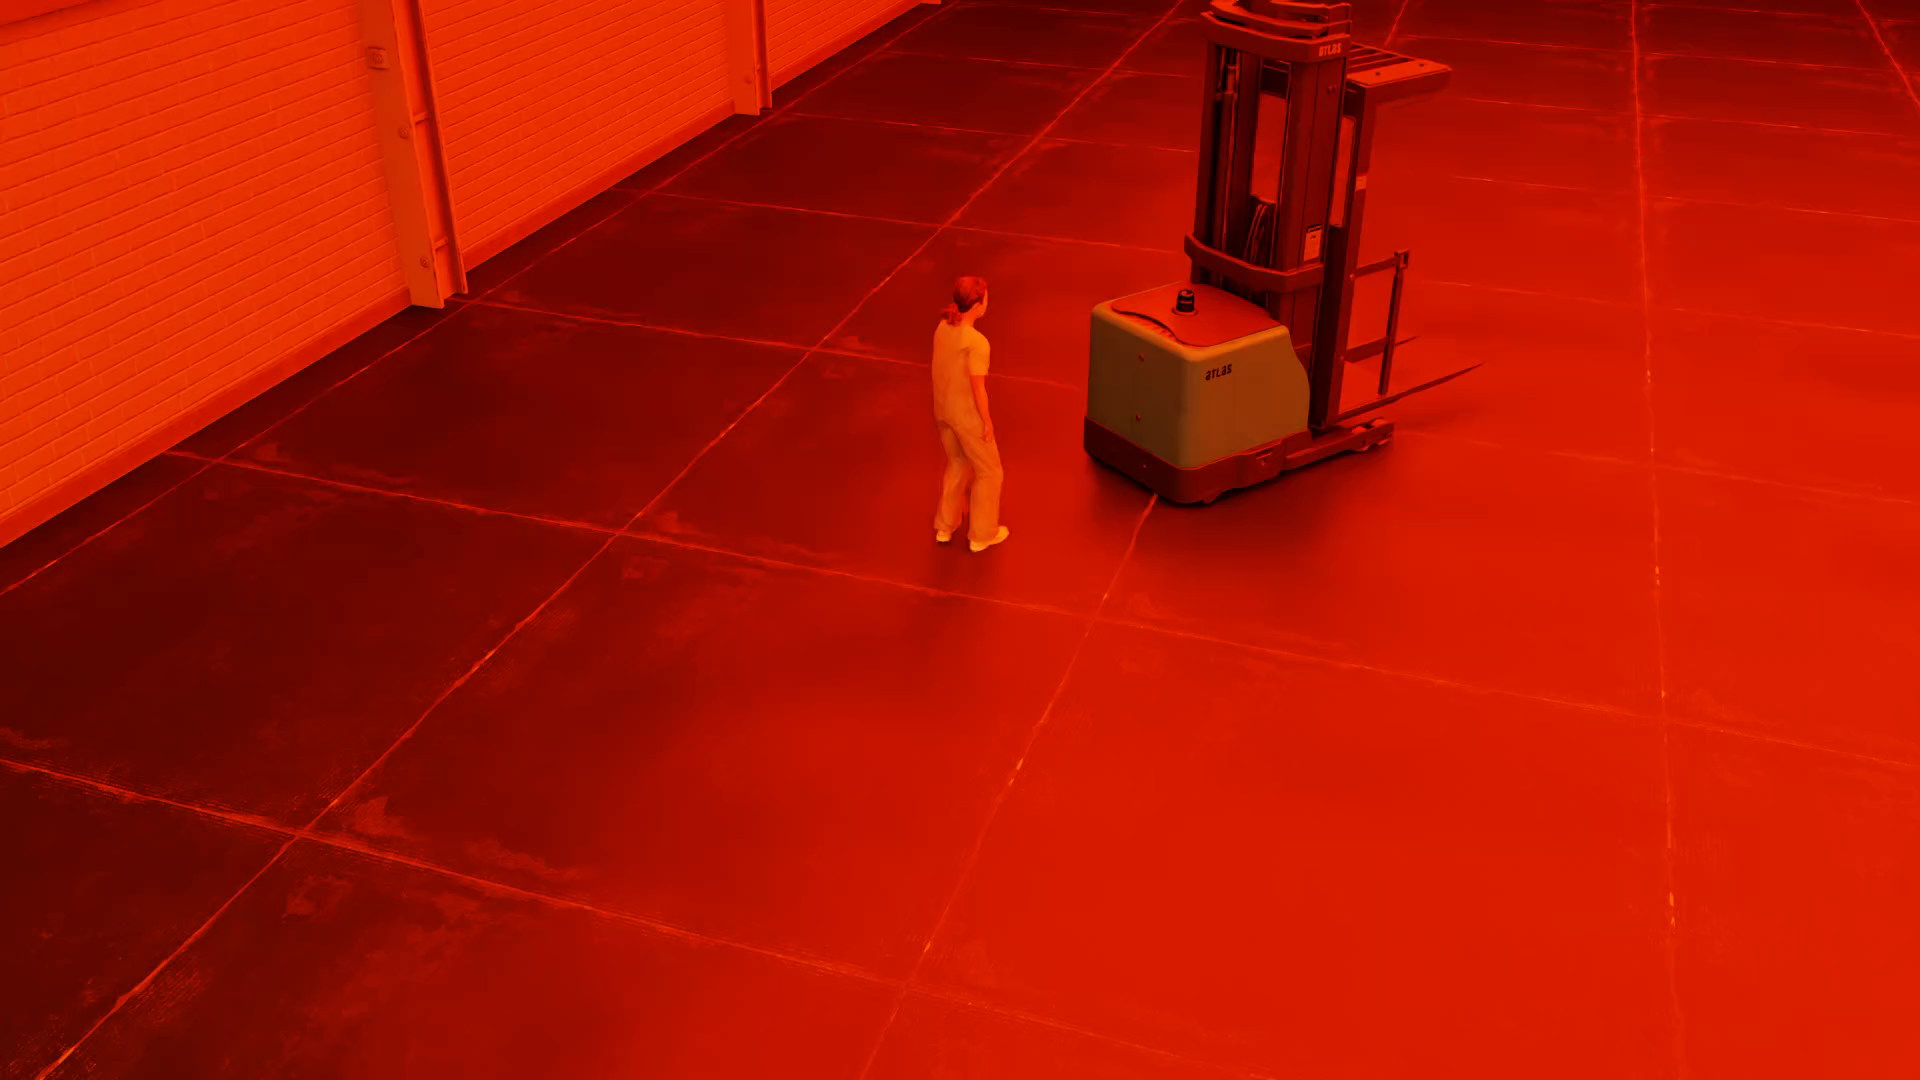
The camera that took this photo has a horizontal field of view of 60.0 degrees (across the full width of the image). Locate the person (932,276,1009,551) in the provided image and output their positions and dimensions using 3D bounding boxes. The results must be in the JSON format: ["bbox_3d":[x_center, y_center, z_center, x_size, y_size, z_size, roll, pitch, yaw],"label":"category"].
[{"bbox_3d":[0.050,-0.749,9.733,0.422,1.665,0.503,-18,34,-29],"label":"person"}]

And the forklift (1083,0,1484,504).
[{"bbox_3d":[2.316,-2.058,10.747,3.031,2.935,1.130,-19,35,-30],"label":"forklift"}]
